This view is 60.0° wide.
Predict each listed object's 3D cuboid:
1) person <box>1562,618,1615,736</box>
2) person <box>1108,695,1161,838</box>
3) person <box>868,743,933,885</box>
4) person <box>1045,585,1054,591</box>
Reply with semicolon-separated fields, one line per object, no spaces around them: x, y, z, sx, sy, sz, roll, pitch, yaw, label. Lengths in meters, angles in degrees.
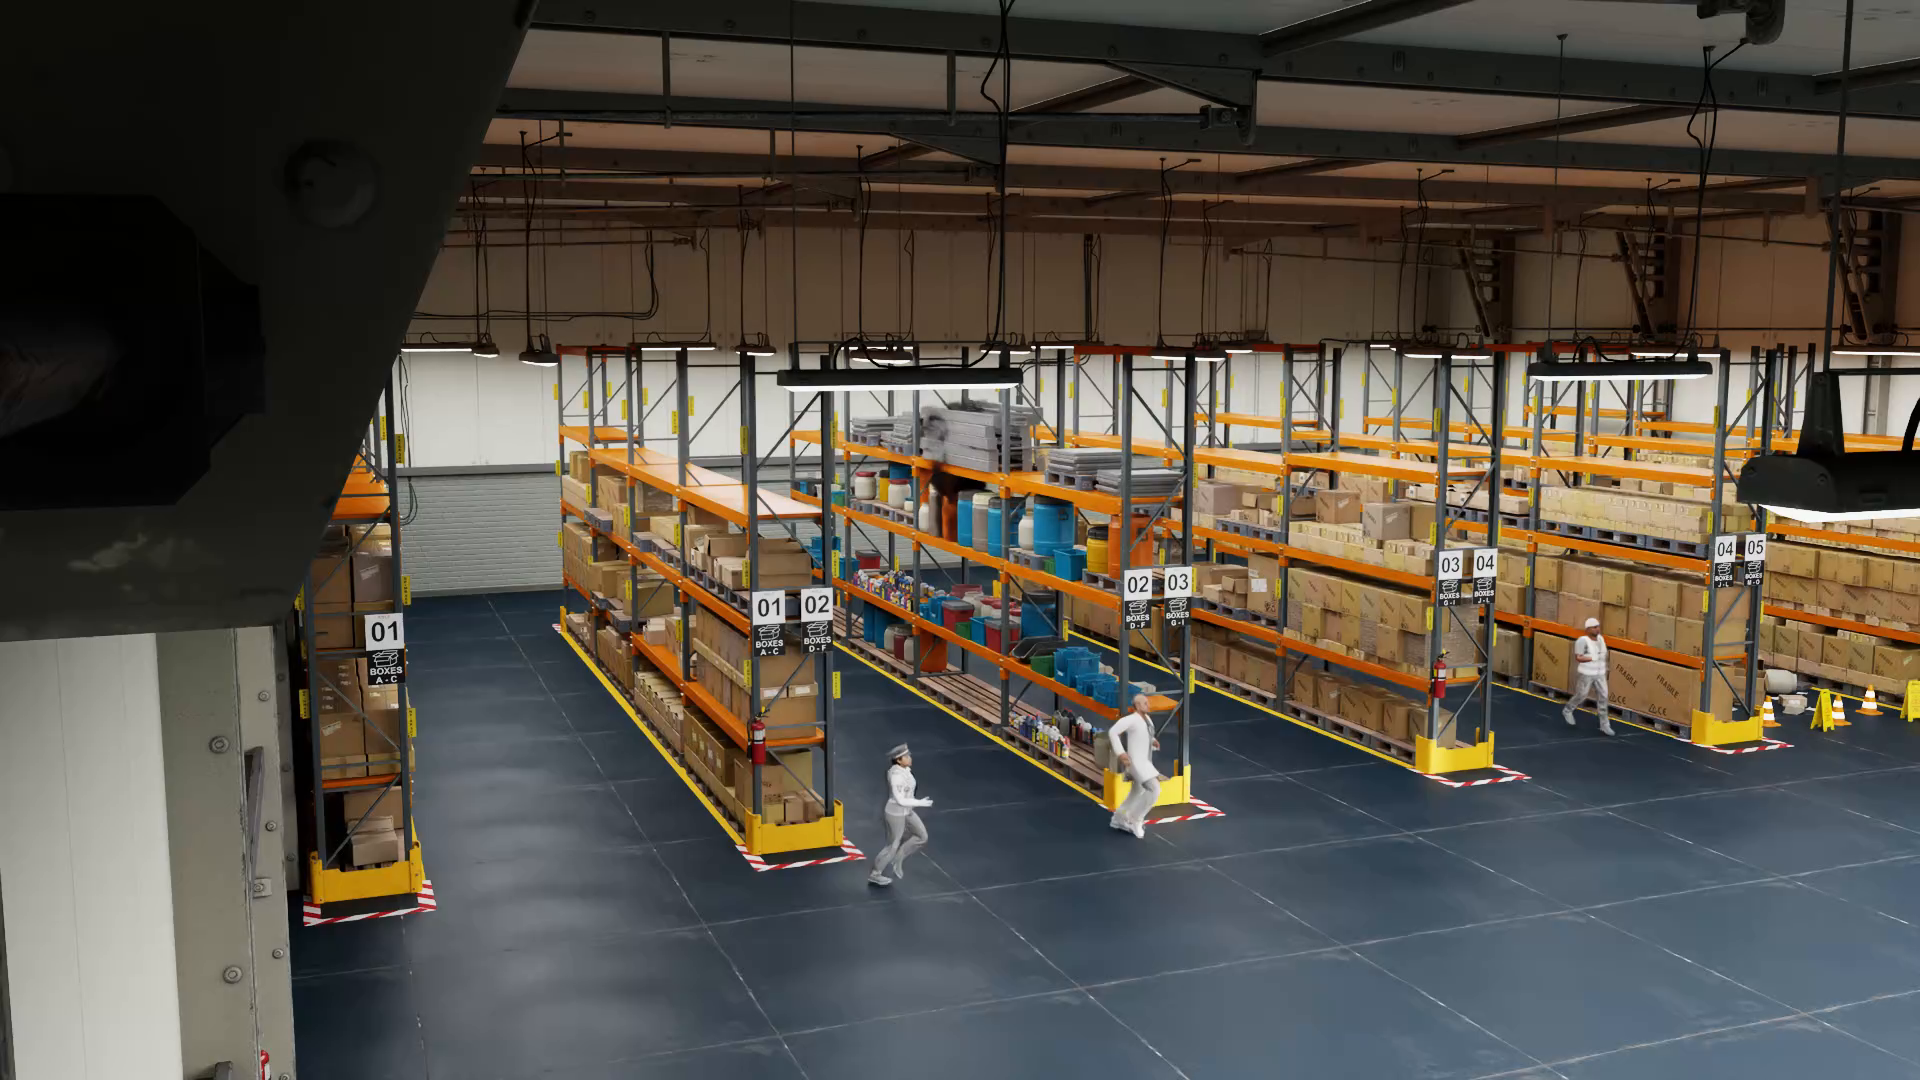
9.910;2.107;26.105;0.680;1.778;0.984;-3;8;-21;person
2.240;2.830;20.910;0.685;1.772;0.697;3;8;24;person
-0.660;3.099;18.919;0.762;1.646;0.627;2;7;14;person
1.727;1.586;31.701;0.532;1.460;0.551;-4;8;-27;person
